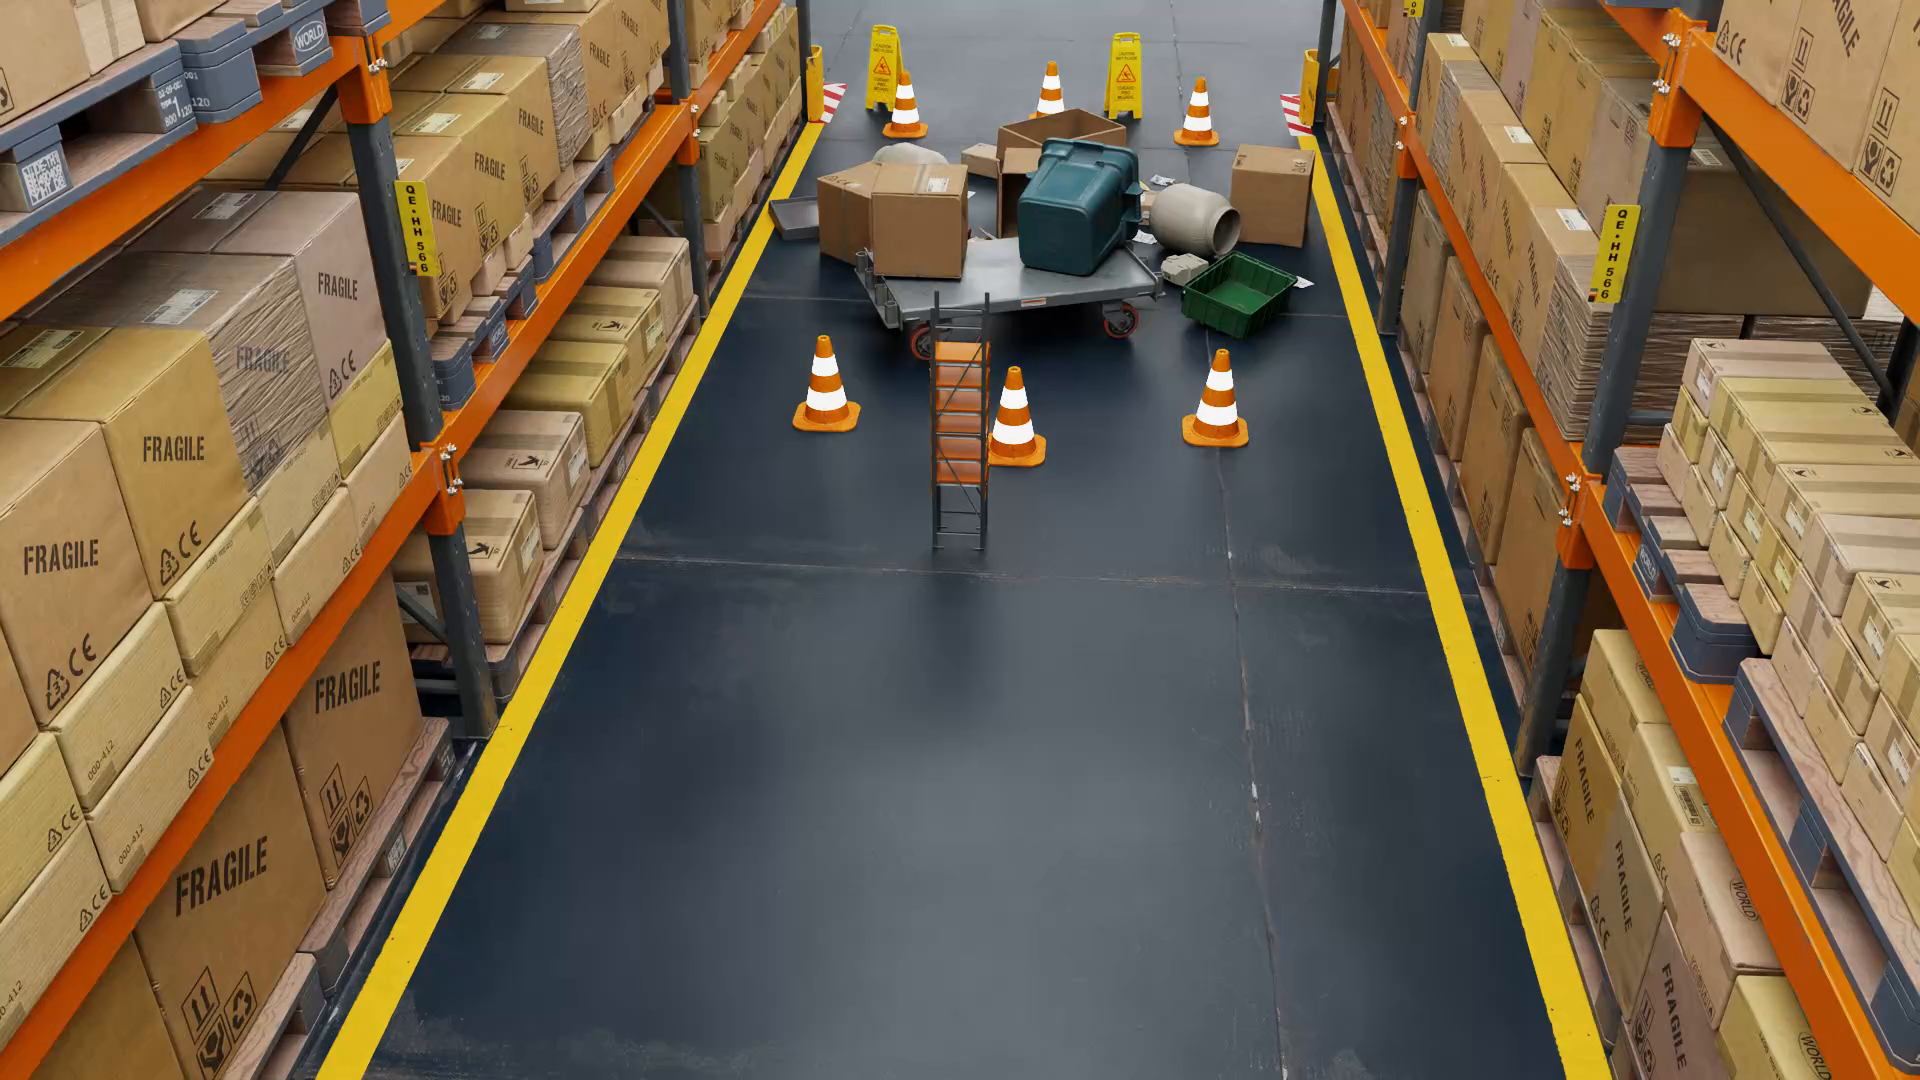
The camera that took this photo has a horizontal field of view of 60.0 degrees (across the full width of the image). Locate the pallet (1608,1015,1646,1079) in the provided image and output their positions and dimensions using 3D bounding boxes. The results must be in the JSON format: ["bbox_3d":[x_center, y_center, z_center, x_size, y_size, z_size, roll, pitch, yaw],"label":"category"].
[{"bbox_3d":[2.450,1.846,4.553,1.003,0.211,1.213,2,32,4],"label":"pallet"}]

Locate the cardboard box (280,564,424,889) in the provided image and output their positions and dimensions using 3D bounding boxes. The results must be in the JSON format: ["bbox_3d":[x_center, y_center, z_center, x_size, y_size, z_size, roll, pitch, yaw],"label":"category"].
[{"bbox_3d":[-2.464,0.539,5.641,0.875,0.875,0.875,2,32,4],"label":"cardboard box"}]

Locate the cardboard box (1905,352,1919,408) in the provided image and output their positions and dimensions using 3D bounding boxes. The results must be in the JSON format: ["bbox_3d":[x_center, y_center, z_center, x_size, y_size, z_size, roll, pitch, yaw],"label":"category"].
[{"bbox_3d":[3.034,-0.435,4.869,0.380,0.149,0.250,1,32,2],"label":"cardboard box"}]

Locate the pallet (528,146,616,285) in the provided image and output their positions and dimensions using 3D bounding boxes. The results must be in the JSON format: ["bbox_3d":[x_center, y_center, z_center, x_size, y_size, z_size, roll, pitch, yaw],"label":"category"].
[{"bbox_3d":[-2.205,-1.499,7.507,1.003,0.211,1.213,2,32,4],"label":"pallet"}]

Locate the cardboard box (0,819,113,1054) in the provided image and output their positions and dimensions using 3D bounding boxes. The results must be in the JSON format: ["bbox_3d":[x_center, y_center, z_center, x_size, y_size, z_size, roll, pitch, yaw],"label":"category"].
[{"bbox_3d":[-2.254,0.855,3.647,0.500,0.250,0.500,2,32,4],"label":"cardboard box"}]

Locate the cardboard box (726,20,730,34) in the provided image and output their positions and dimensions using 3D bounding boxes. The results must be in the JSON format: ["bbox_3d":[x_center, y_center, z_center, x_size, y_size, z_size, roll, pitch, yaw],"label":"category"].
[{"bbox_3d":[-1.649,-3.223,10.360,0.380,0.149,0.250,2,32,4],"label":"cardboard box"}]

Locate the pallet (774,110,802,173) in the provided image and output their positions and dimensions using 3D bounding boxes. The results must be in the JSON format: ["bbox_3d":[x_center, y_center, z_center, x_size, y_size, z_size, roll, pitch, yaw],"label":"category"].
[{"bbox_3d":[-1.781,-3.077,12.542,1.003,0.211,1.213,2,32,4],"label":"pallet"}]

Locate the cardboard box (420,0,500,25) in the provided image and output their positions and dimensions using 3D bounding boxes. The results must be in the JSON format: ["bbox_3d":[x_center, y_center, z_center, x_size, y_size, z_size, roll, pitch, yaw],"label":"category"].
[{"bbox_3d":[-2.418,-2.231,7.732,0.500,0.500,0.500,2,32,4],"label":"cardboard box"}]

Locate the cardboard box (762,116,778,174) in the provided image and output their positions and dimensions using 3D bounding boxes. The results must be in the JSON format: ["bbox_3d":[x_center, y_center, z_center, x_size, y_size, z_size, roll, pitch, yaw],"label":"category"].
[{"bbox_3d":[-1.559,-2.757,11.585,0.500,0.250,0.500,1,32,2],"label":"cardboard box"}]

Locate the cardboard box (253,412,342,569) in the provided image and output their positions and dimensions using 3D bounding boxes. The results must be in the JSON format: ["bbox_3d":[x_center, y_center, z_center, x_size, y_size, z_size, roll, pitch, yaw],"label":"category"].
[{"bbox_3d":[-2.149,-0.161,4.818,0.500,0.250,0.500,2,32,3],"label":"cardboard box"}]

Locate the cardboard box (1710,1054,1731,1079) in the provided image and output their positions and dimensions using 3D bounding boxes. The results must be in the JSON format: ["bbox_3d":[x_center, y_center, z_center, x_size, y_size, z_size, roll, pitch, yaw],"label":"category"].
[{"bbox_3d":[2.188,1.657,4.184,0.500,0.500,0.500,2,32,3],"label":"cardboard box"}]

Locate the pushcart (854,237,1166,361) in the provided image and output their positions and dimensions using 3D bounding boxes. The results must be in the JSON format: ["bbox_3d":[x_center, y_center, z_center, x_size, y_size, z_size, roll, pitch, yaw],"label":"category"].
[{"bbox_3d":[0.277,-1.448,9.740,1.648,0.377,0.936,-8,33,-13],"label":"pushcart"}]

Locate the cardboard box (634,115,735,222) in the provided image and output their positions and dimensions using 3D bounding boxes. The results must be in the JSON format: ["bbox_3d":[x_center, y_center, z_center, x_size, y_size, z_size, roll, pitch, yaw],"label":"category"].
[{"bbox_3d":[-1.682,-2.260,10.064,0.500,0.500,0.500,4,32,6],"label":"cardboard box"}]

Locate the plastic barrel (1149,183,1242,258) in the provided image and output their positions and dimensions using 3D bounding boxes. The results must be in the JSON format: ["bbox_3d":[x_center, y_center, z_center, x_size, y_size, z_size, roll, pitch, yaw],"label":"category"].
[{"bbox_3d":[1.506,-2.039,10.655,0.512,0.421,0.421,27,41,37],"label":"plastic barrel"}]

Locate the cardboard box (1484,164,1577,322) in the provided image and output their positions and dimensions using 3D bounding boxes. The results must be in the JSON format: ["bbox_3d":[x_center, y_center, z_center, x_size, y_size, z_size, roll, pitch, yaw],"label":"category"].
[{"bbox_3d":[2.468,-1.197,6.738,0.500,0.500,0.500,2,32,3],"label":"cardboard box"}]

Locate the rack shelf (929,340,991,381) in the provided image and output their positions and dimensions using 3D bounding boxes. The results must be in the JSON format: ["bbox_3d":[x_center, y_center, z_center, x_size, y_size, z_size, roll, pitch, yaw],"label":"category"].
[{"bbox_3d":[0.001,-0.787,7.282,0.258,0.103,0.180,2,32,4],"label":"rack shelf"}]

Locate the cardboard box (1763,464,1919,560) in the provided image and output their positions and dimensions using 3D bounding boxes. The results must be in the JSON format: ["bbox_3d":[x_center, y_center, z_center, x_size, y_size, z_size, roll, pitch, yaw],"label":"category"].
[{"bbox_3d":[2.320,-0.070,4.277,0.380,0.149,0.250,1,32,2],"label":"cardboard box"}]

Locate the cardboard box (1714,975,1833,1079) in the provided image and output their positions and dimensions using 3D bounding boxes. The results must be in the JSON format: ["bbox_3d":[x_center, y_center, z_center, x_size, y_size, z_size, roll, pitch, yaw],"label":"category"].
[{"bbox_3d":[2.184,1.327,4.006,0.500,0.250,0.500,1,32,2],"label":"cardboard box"}]

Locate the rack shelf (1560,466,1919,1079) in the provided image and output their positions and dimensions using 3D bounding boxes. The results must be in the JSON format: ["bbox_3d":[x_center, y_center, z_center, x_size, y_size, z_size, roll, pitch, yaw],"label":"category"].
[{"bbox_3d":[2.454,0.966,4.008,1.077,0.370,4.000,2,32,4],"label":"rack shelf"}]

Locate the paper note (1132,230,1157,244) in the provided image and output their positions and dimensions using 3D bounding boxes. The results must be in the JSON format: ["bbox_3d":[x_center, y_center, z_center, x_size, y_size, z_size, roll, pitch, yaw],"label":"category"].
[{"bbox_3d":[1.229,-1.998,10.971,0.172,0.023,0.155,14,34,21],"label":"paper note"}]

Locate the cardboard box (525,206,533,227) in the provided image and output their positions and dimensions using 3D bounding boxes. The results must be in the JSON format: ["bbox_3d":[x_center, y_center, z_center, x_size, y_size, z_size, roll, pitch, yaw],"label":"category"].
[{"bbox_3d":[-2.004,-1.338,6.901,0.380,0.149,0.250,4,32,7],"label":"cardboard box"}]

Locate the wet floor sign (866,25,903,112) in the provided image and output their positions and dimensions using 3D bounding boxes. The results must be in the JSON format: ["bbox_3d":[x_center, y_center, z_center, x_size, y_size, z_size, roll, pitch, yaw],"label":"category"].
[{"bbox_3d":[-0.592,-3.779,13.267,0.267,0.644,0.232,14,34,21],"label":"wet floor sign"}]

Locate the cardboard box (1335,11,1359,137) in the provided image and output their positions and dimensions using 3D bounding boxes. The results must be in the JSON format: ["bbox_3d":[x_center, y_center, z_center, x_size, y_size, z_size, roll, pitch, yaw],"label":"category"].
[{"bbox_3d":[3.279,-3.486,12.172,0.875,0.875,0.875,3,32,4],"label":"cardboard box"}]

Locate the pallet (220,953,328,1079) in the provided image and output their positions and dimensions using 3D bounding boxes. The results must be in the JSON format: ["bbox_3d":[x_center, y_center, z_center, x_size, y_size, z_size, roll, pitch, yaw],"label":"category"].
[{"bbox_3d":[-2.566,1.688,4.809,1.003,0.211,1.213,2,32,4],"label":"pallet"}]

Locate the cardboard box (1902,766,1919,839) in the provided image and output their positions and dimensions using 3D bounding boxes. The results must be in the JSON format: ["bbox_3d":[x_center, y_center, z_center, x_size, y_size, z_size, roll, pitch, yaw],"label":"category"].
[{"bbox_3d":[2.230,0.602,3.470,0.380,0.149,0.250,3,32,4],"label":"cardboard box"}]

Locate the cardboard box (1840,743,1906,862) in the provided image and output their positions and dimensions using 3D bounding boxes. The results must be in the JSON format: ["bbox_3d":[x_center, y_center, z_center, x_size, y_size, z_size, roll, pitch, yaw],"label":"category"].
[{"bbox_3d":[2.251,0.597,3.761,0.380,0.149,0.250,1,32,2],"label":"cardboard box"}]

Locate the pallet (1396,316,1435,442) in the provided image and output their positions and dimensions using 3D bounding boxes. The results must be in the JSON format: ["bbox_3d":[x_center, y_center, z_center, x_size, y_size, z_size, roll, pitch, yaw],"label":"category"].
[{"bbox_3d":[2.955,-0.883,8.982,1.003,0.211,1.213,2,32,4],"label":"pallet"}]

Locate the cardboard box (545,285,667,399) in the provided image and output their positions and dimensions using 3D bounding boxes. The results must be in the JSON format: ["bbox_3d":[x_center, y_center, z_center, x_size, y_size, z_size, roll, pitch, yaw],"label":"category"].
[{"bbox_3d":[-2.095,-1.045,8.692,0.950,0.372,0.625,4,32,7],"label":"cardboard box"}]

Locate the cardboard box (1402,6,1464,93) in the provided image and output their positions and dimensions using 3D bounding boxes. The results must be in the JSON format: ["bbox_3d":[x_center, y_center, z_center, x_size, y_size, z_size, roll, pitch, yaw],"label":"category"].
[{"bbox_3d":[2.960,-2.734,9.185,0.875,0.550,0.550,2,32,4],"label":"cardboard box"}]

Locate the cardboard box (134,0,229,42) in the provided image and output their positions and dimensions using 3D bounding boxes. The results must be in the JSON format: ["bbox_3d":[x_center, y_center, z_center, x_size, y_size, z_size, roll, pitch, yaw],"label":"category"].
[{"bbox_3d":[-2.216,-1.517,3.997,0.700,0.500,0.500,1,32,2],"label":"cardboard box"}]

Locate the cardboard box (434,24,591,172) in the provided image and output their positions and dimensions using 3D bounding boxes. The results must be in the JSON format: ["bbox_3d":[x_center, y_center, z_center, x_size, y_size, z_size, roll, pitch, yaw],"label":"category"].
[{"bbox_3d":[-1.937,-1.930,7.243,0.500,0.500,0.500,1,32,2],"label":"cardboard box"}]

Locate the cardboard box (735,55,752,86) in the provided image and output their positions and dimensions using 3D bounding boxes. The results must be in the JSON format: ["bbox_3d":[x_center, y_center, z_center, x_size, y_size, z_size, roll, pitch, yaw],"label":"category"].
[{"bbox_3d":[-1.553,-3.009,10.661,0.380,0.149,0.250,4,32,7],"label":"cardboard box"}]

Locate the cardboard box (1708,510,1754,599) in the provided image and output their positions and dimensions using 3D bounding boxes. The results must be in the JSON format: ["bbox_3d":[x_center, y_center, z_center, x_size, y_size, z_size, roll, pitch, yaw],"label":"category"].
[{"bbox_3d":[2.336,0.049,4.650,0.380,0.149,0.250,4,32,6],"label":"cardboard box"}]

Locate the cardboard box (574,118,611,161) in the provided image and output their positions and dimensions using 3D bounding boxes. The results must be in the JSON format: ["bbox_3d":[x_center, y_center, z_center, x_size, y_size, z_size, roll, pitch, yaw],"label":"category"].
[{"bbox_3d":[-1.864,-1.894,7.803,0.380,0.149,0.250,2,32,4],"label":"cardboard box"}]

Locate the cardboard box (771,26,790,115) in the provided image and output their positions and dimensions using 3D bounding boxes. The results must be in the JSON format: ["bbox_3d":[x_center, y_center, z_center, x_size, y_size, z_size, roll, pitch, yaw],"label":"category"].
[{"bbox_3d":[-1.518,-3.352,11.836,0.500,0.500,0.500,4,32,6],"label":"cardboard box"}]

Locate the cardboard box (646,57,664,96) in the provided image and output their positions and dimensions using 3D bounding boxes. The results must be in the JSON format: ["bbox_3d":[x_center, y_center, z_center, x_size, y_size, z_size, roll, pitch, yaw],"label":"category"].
[{"bbox_3d":[-1.766,-2.427,8.668,0.380,0.149,0.250,3,32,5],"label":"cardboard box"}]

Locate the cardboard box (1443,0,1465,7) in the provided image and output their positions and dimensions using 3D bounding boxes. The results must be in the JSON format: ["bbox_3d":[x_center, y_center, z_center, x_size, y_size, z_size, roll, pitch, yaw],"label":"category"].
[{"bbox_3d":[3.007,-3.192,8.899,0.875,0.550,0.550,2,32,4],"label":"cardboard box"}]

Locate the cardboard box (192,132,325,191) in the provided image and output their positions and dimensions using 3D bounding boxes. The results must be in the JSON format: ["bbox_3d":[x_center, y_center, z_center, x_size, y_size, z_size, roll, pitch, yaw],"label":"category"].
[{"bbox_3d":[-2.565,-1.142,5.964,0.500,0.500,0.500,2,32,3],"label":"cardboard box"}]

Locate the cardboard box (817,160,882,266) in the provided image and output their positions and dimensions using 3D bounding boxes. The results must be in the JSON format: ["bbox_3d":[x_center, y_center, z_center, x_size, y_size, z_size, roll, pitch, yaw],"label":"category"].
[{"bbox_3d":[-0.556,-2.075,10.638,0.500,0.500,0.500,27,41,37],"label":"cardboard box"}]

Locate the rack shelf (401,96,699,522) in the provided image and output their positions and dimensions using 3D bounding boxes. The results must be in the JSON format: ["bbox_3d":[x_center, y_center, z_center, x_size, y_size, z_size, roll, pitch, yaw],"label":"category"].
[{"bbox_3d":[-2.162,-1.284,7.660,1.077,0.370,4.000,2,32,4],"label":"rack shelf"}]

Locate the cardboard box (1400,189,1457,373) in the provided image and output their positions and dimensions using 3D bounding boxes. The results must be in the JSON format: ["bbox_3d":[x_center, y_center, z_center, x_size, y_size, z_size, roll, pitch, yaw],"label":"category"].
[{"bbox_3d":[2.981,-1.370,8.858,1.050,0.750,0.750,2,32,4],"label":"cardboard box"}]

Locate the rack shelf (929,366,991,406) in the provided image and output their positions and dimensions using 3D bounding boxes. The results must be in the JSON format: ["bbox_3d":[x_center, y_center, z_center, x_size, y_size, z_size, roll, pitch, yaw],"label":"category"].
[{"bbox_3d":[0.001,-0.685,7.345,0.258,0.103,0.180,2,32,4],"label":"rack shelf"}]

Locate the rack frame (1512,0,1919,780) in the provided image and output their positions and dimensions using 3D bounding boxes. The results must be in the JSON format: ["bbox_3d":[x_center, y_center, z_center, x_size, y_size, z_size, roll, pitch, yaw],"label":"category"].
[{"bbox_3d":[2.617,-0.386,5.517,1.000,3.000,0.127,2,32,4],"label":"rack frame"}]

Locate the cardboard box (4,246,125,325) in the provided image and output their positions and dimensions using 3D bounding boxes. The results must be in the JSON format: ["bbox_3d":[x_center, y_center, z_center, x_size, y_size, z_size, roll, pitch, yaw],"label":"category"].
[{"bbox_3d":[-2.640,-0.505,4.662,0.500,0.500,0.500,3,32,4],"label":"cardboard box"}]

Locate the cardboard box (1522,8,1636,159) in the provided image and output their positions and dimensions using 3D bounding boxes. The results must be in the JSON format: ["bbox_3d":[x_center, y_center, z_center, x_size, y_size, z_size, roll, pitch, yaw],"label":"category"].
[{"bbox_3d":[2.784,-1.888,6.907,0.700,0.500,0.500,2,32,3],"label":"cardboard box"}]

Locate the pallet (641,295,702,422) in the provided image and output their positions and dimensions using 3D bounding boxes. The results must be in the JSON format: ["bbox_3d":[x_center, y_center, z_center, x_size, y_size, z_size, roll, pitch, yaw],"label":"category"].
[{"bbox_3d":[-2.061,-1.042,9.239,1.003,0.211,1.213,2,32,4],"label":"pallet"}]

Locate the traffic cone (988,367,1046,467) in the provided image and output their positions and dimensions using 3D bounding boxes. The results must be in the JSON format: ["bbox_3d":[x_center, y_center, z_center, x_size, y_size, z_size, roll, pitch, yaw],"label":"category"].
[{"bbox_3d":[0.268,-0.653,8.369,0.336,0.463,0.334,2,32,4],"label":"traffic cone"}]

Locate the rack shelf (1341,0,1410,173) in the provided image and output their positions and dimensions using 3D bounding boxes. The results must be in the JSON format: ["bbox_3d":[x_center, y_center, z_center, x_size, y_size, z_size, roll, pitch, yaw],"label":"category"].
[{"bbox_3d":[3.105,-3.217,10.796,1.077,0.370,4.000,2,32,4],"label":"rack shelf"}]

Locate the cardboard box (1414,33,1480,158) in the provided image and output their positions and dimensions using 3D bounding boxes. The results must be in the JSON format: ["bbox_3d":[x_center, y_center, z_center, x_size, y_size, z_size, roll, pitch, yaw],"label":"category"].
[{"bbox_3d":[2.631,-2.256,8.457,0.500,0.500,0.500,3,32,5],"label":"cardboard box"}]

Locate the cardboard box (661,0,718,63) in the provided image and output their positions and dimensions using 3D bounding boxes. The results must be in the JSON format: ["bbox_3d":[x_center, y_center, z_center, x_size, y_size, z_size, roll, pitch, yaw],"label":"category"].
[{"bbox_3d":[-1.686,-3.023,9.418,0.500,0.500,0.500,2,32,4],"label":"cardboard box"}]

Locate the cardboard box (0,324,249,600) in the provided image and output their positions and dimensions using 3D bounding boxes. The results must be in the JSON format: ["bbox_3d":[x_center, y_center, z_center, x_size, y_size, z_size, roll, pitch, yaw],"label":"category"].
[{"bbox_3d":[-2.187,-0.203,4.172,0.500,0.500,0.500,2,32,4],"label":"cardboard box"}]

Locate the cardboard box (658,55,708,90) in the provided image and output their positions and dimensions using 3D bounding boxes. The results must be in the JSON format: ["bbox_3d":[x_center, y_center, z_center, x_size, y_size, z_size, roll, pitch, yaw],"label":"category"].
[{"bbox_3d":[-1.654,-2.680,9.479,0.380,0.149,0.250,2,32,4],"label":"cardboard box"}]

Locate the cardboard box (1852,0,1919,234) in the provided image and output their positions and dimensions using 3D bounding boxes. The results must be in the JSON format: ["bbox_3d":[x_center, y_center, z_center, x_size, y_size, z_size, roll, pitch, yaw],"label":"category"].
[{"bbox_3d":[2.236,-0.894,3.388,0.500,0.500,0.500,2,32,4],"label":"cardboard box"}]

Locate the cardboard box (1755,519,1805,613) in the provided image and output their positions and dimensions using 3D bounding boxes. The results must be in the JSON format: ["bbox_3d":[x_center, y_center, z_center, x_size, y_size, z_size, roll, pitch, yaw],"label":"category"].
[{"bbox_3d":[2.319,0.074,4.327,0.380,0.149,0.250,3,32,4],"label":"cardboard box"}]

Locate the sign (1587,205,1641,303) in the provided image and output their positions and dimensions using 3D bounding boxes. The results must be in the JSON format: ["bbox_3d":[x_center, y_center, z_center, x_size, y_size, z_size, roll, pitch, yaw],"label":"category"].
[{"bbox_3d":[2.063,-0.900,5.249,0.100,0.325,0.005,2,32,4],"label":"sign"}]

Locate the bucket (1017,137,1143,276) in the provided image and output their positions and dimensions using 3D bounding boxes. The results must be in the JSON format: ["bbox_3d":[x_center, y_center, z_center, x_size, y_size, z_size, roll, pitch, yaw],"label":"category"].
[{"bbox_3d":[0.656,-1.900,9.646,0.726,0.611,0.620,14,44,21],"label":"bucket"}]

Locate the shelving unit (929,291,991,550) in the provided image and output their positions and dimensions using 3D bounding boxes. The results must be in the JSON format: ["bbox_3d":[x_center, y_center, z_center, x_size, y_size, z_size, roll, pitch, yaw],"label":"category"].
[{"bbox_3d":[0.001,-0.518,7.447,0.258,1.200,0.189,2,32,4],"label":"shelving unit"}]

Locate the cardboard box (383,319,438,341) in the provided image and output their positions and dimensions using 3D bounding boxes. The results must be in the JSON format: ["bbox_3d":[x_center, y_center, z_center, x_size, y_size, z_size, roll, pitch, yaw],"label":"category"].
[{"bbox_3d":[-2.113,-0.778,5.993,0.380,0.149,0.250,1,32,1],"label":"cardboard box"}]

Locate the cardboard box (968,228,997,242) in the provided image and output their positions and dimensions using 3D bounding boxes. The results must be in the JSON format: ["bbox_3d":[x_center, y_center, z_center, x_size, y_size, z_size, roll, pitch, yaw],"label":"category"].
[{"bbox_3d":[0.206,-1.806,10.428,0.258,0.266,0.396,-20,37,-29],"label":"cardboard box"}]

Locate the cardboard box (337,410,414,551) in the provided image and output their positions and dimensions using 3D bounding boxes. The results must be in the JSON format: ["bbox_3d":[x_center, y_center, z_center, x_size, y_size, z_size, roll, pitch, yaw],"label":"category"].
[{"bbox_3d":[-2.108,-0.205,5.366,0.500,0.250,0.500,1,32,2],"label":"cardboard box"}]
